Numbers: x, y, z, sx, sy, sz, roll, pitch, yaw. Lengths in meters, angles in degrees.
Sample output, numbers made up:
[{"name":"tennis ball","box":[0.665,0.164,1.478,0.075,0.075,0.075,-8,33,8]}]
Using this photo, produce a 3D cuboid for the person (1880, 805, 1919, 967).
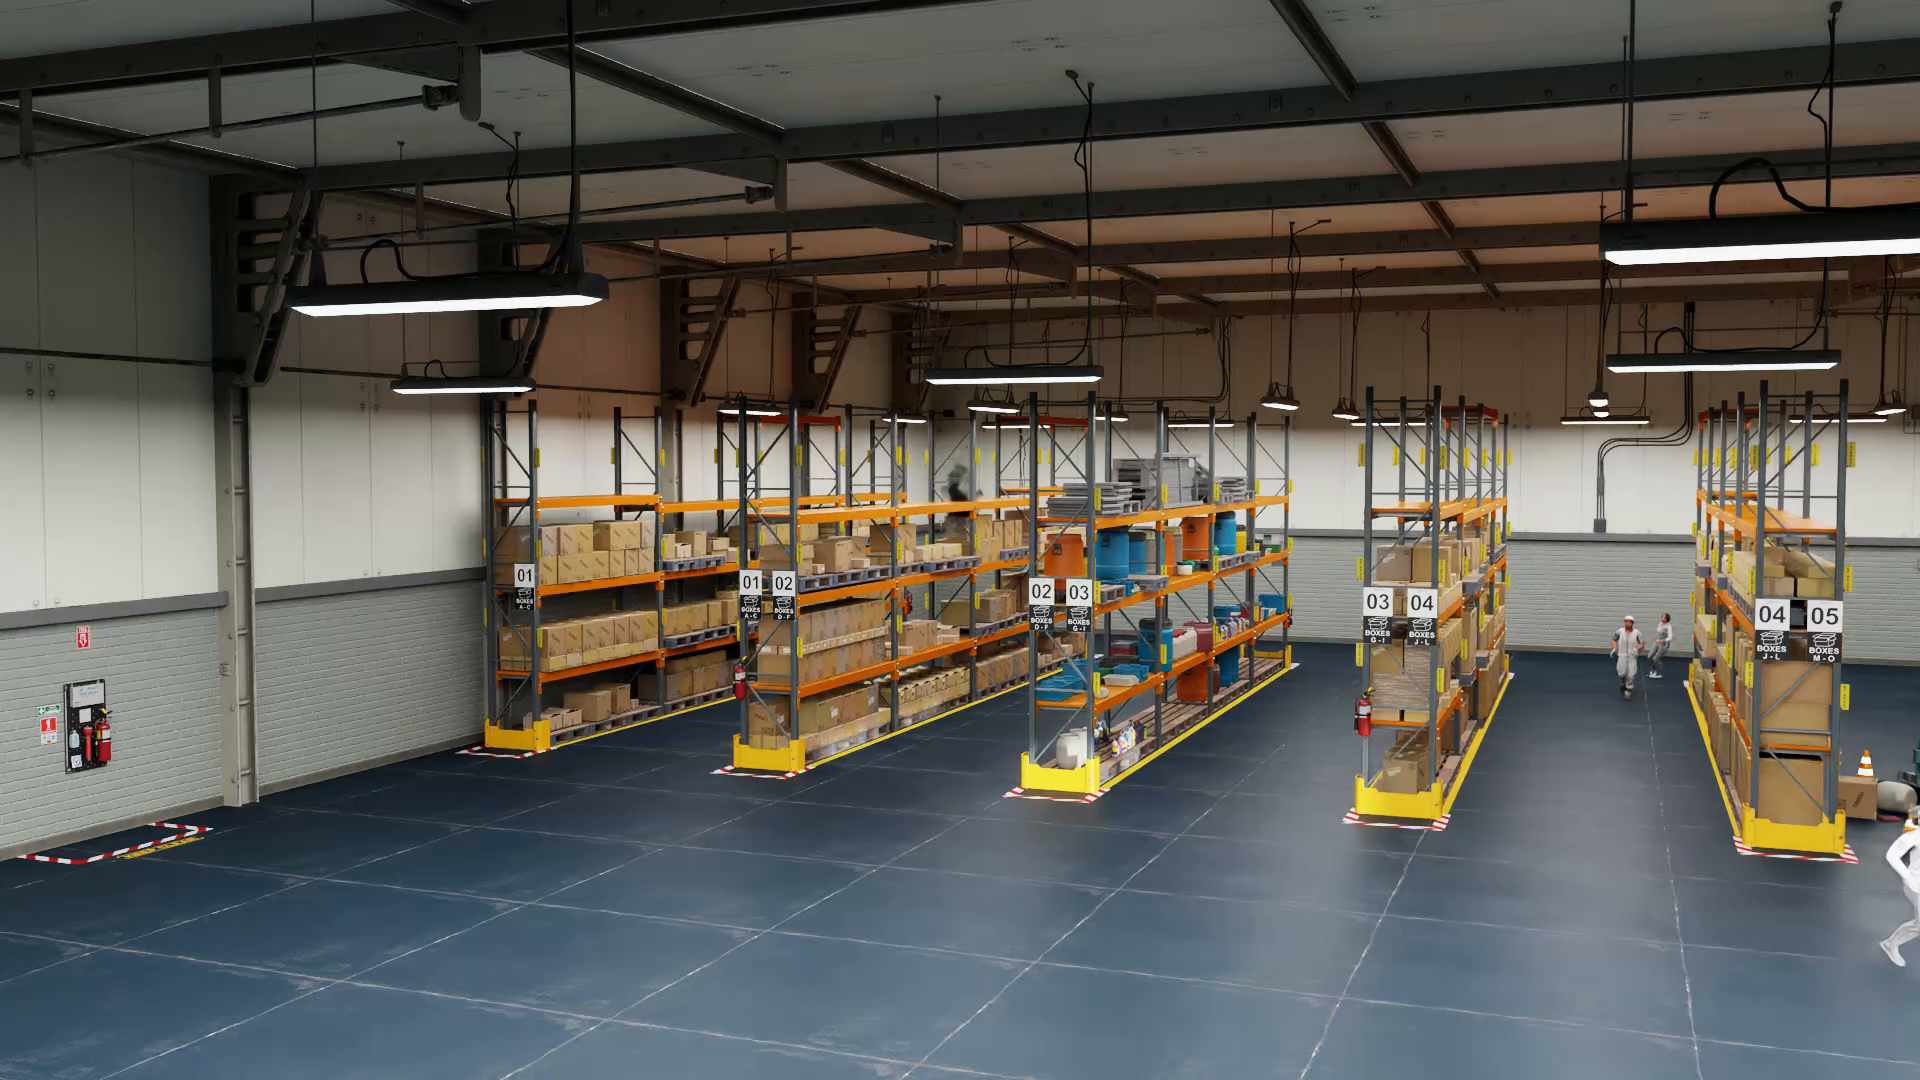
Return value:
[{"name":"person","box":[9.247,3.348,15.953,0.615,1.692,0.815,-2,3,-30]}]

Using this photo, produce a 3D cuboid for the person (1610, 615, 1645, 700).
[{"name":"person","box":[13.820,2.436,34.429,0.660,1.742,0.587,1,3,26]}]

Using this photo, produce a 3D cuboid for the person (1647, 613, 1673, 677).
[{"name":"person","box":[15.816,2.385,37.588,0.460,1.507,0.707,-1,3,-18]}]
